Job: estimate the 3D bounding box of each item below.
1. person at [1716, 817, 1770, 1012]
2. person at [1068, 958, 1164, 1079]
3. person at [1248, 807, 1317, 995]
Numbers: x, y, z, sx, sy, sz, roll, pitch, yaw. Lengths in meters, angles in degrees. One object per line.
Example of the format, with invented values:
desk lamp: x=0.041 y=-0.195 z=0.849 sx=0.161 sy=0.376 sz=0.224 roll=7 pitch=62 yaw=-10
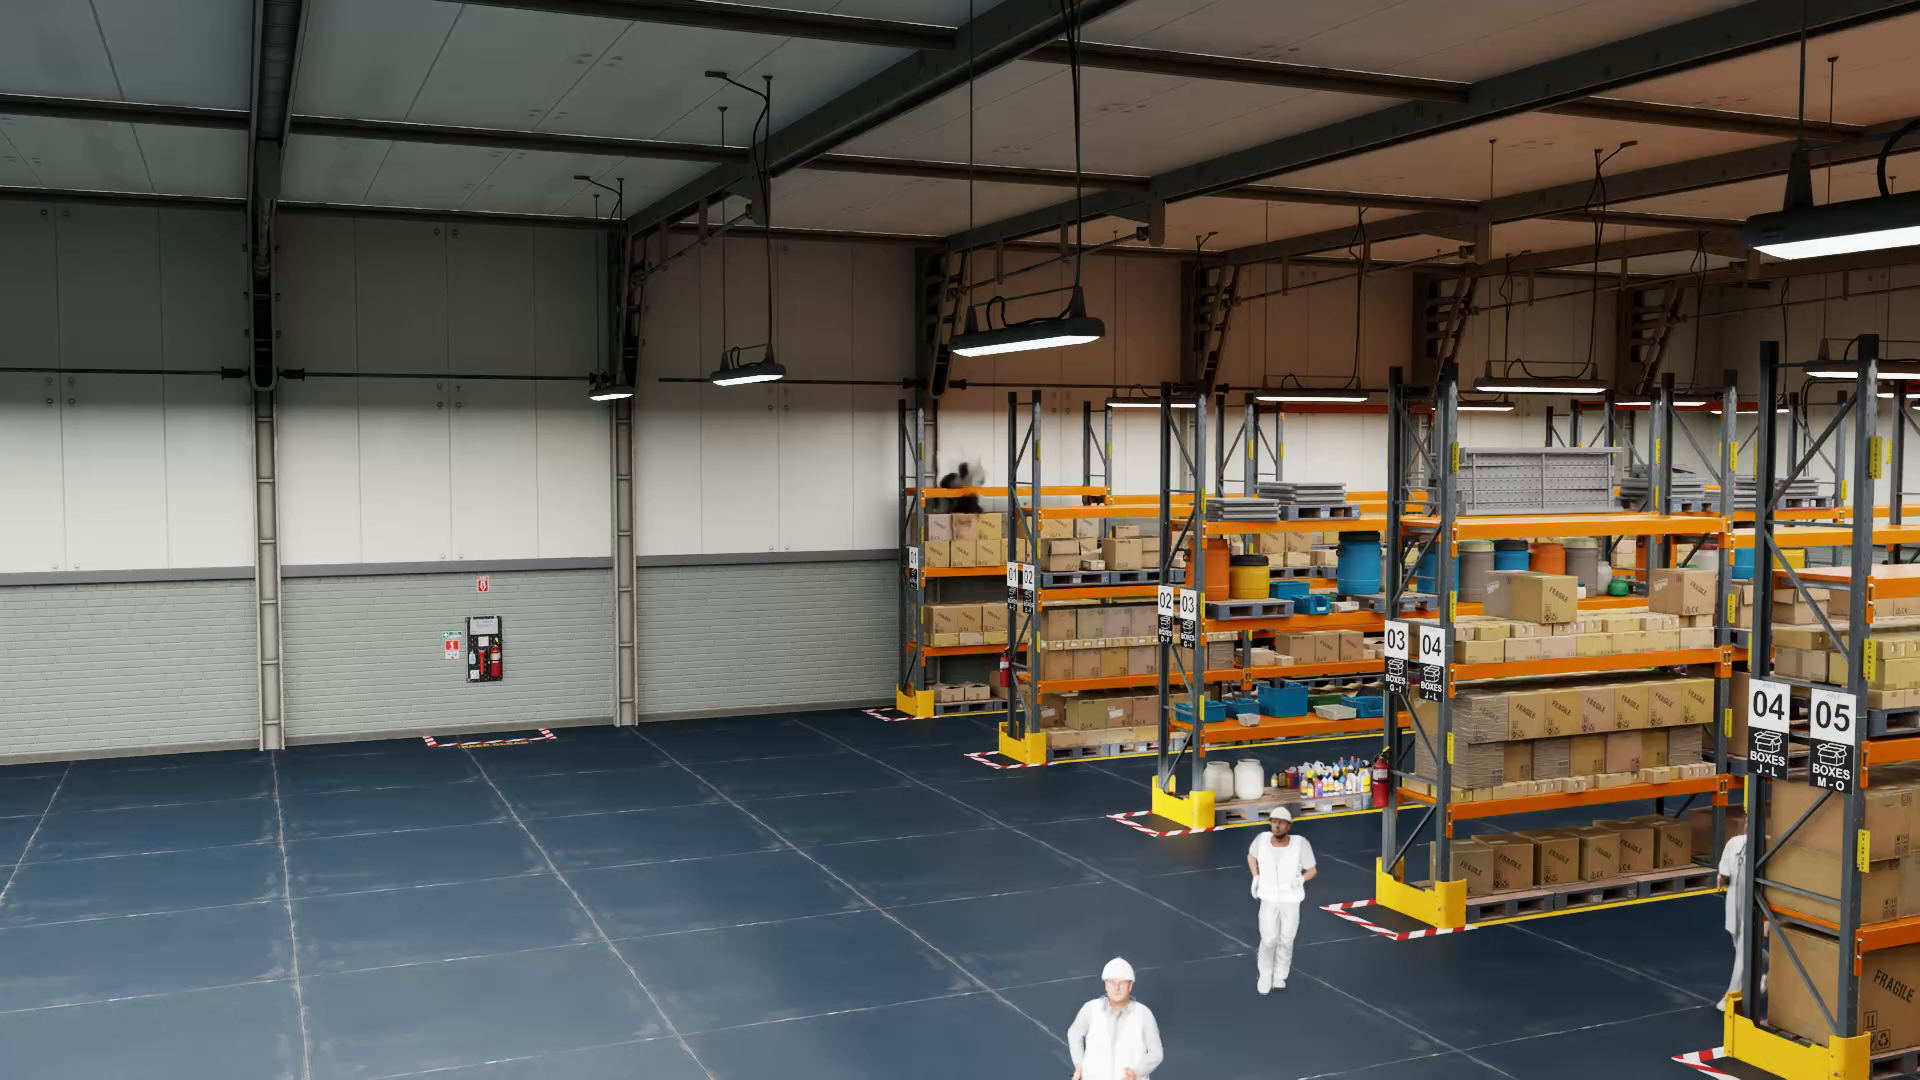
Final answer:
person: x=7.243 y=3.355 z=15.184 sx=0.985 sy=1.764 sz=0.719 roll=-2 pitch=4 yaw=-31
person: x=1.019 y=3.619 z=10.997 sx=0.645 sy=1.671 sz=0.577 roll=0 pitch=3 yaw=7
person: x=2.988 y=3.377 z=15.492 sx=0.651 sy=1.784 sz=0.683 roll=1 pitch=3 yaw=14
